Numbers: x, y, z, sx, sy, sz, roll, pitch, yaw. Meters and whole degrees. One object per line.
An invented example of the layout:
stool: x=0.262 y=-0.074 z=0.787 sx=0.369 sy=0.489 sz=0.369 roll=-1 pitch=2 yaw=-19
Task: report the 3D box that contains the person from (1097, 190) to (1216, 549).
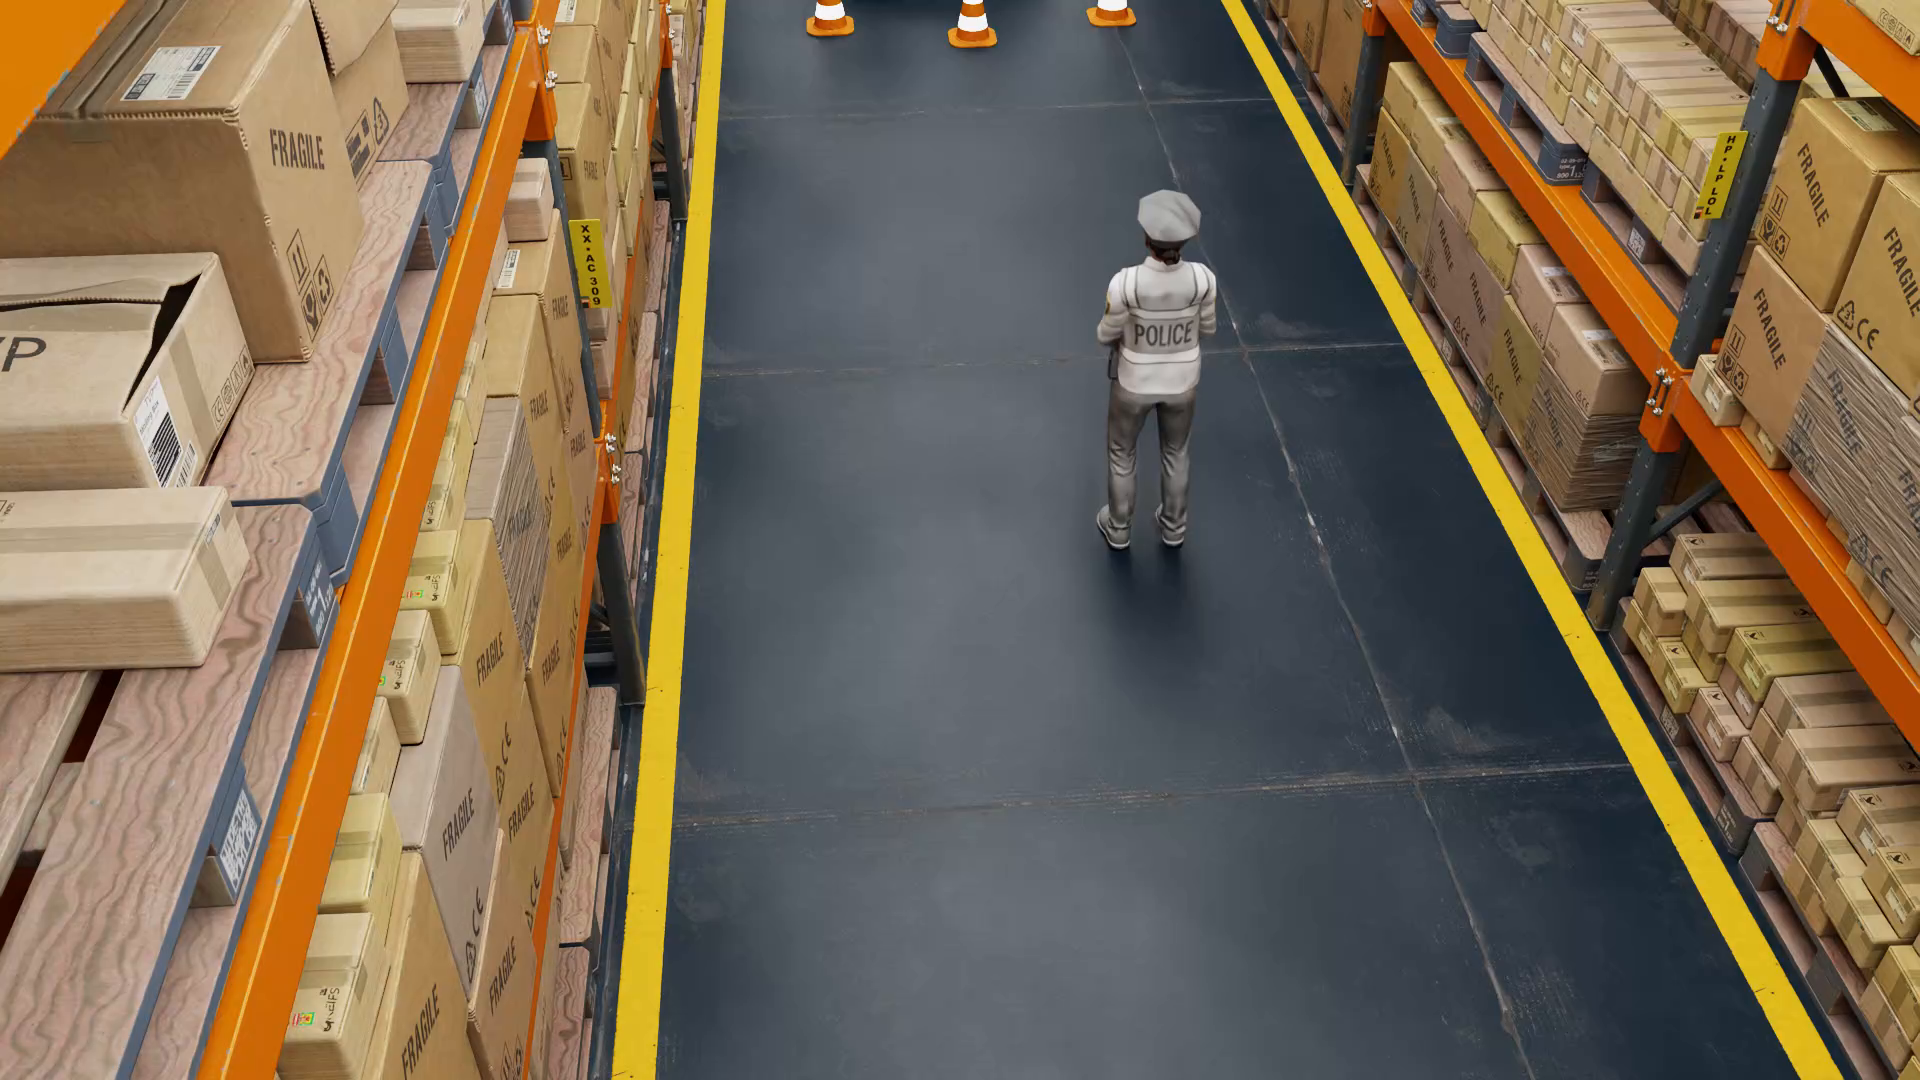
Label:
person: x=0.802 y=-0.719 z=7.006 sx=0.489 sy=1.691 sz=0.489 roll=-3 pitch=39 yaw=-4
